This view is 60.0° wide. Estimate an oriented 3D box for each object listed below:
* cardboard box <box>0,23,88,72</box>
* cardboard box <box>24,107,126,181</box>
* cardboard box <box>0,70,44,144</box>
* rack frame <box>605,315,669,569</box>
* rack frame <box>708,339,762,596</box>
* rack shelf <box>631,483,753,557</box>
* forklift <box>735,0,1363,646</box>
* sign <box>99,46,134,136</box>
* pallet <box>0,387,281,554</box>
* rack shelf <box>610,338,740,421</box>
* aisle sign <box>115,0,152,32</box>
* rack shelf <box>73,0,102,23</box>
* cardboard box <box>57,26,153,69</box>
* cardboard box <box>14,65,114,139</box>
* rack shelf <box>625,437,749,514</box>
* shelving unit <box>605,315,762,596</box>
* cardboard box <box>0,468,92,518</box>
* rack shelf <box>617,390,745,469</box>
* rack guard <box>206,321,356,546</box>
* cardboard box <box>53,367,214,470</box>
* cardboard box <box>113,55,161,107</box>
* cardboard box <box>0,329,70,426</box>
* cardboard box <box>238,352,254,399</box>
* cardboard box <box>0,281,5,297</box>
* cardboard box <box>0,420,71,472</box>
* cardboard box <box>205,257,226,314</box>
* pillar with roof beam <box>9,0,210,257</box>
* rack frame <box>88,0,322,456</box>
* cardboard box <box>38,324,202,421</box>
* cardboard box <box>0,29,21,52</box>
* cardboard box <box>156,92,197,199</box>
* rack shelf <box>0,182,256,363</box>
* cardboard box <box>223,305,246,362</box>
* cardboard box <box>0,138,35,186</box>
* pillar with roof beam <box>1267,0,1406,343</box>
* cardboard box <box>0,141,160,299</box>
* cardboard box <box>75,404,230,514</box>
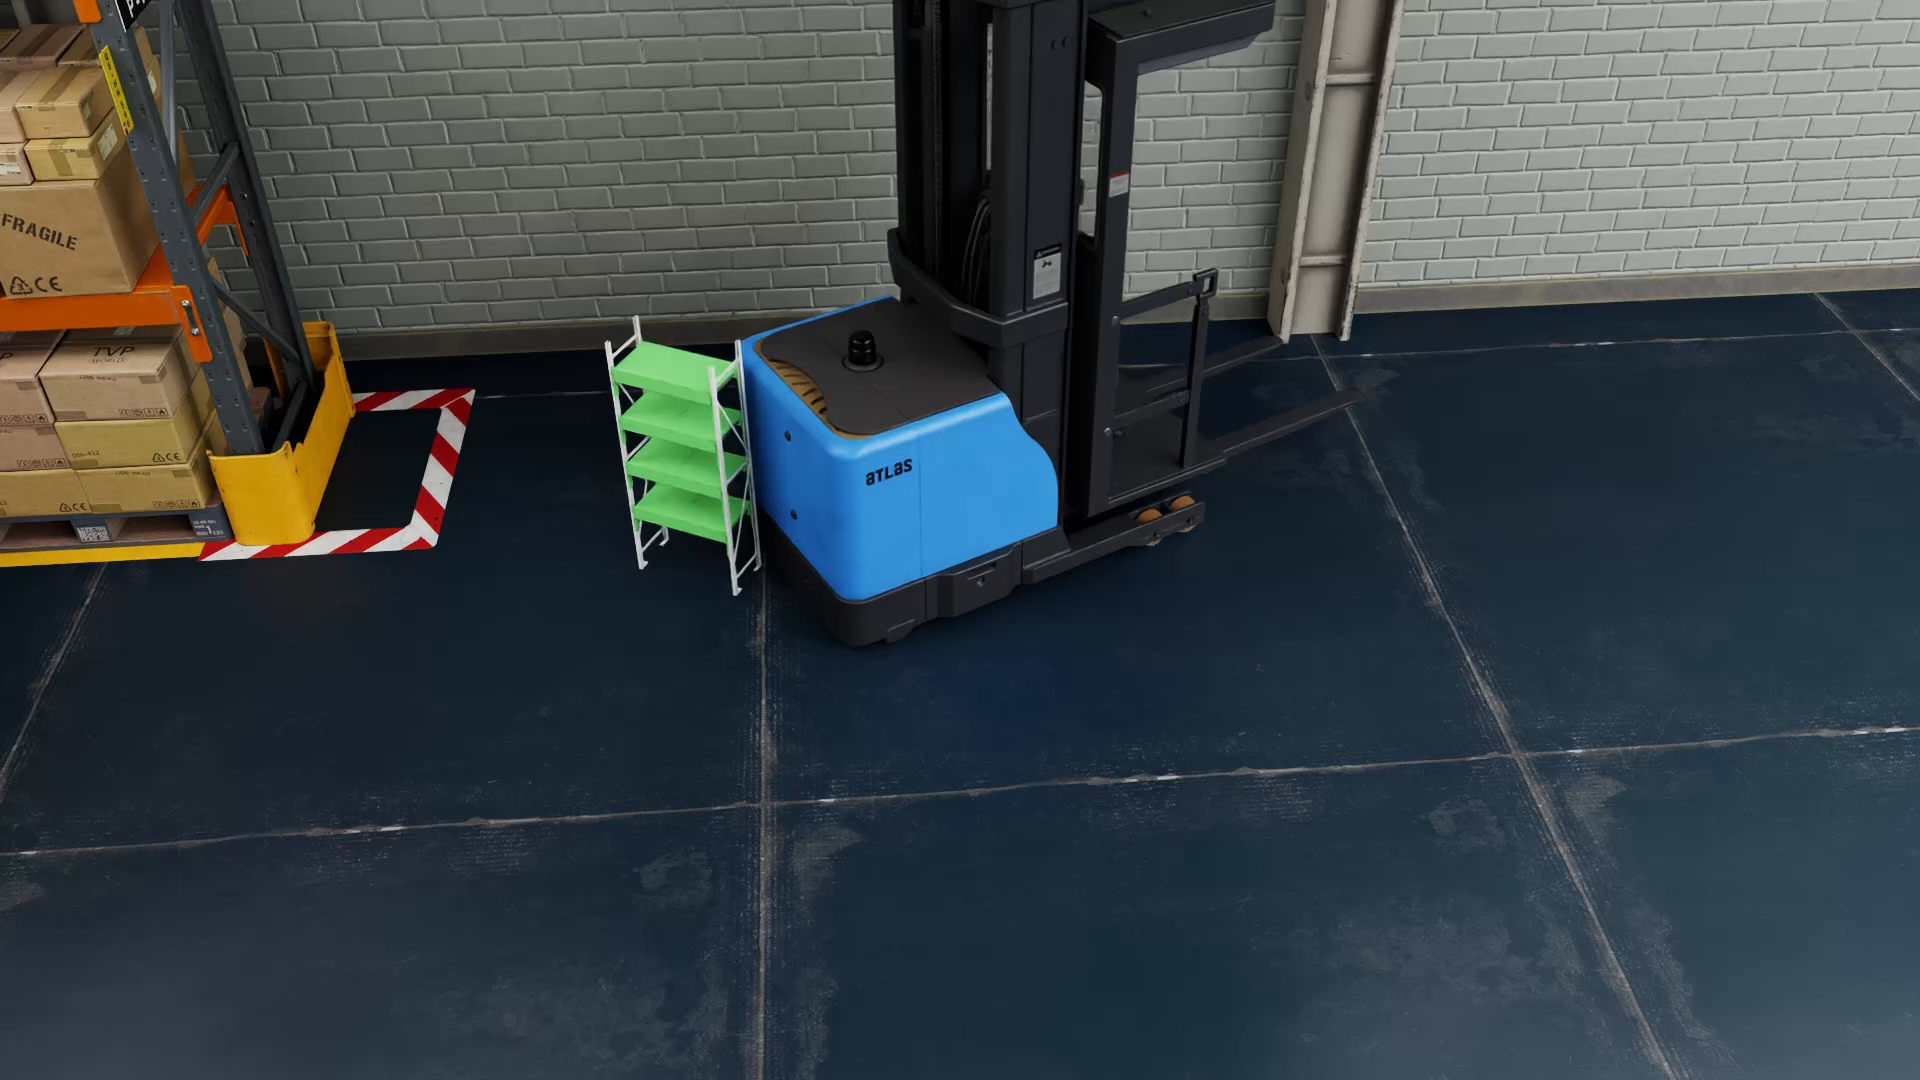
[{"bbox_3d":[-3.897,-2.062,7.097,0.250,0.149,0.380,-2,38,-2],"label":"cardboard box"},{"bbox_3d":[-3.594,-1.616,6.772,0.250,0.149,0.380,-3,38,-3],"label":"cardboard box"},{"bbox_3d":[-3.855,-1.742,6.692,0.250,0.149,0.380,-3,38,-4],"label":"cardboard box"},{"bbox_3d":[-1.409,-0.406,7.296,0.015,1.200,0.240,15,41,18],"label":"rack frame"},{"bbox_3d":[-0.960,-0.288,7.147,0.015,1.200,0.240,15,41,18],"label":"rack frame"},{"bbox_3d":[-1.184,-0.109,7.410,0.480,0.148,0.258,15,41,18],"label":"rack shelf"},{"bbox_3d":[0.548,-1.384,7.138,3.031,2.935,1.130,-21,43,-24],"label":"forklift"},{"bbox_3d":[-3.239,-1.726,6.390,0.005,0.325,0.100,-3,38,-4],"label":"sign"},{"bbox_3d":[-4.032,-0.351,8.025,1.213,0.211,1.003,-3,38,-4],"label":"pallet"},{"bbox_3d":[-1.184,-0.674,6.964,0.480,0.148,0.258,15,41,18],"label":"rack shelf"},{"bbox_3d":[-3.182,-2.357,6.217,0.004,0.787,0.394,-3,38,-4],"label":"aisle sign"},{"bbox_3d":[-5.266,-2.299,6.402,4.000,0.370,1.077,-3,38,-4],"label":"rack shelf"},{"bbox_3d":[-3.627,-2.038,7.067,0.250,0.149,0.380,-4,38,-5],"label":"cardboard box"},{"bbox_3d":[-3.612,-1.775,6.733,0.250,0.149,0.380,-3,38,-4],"label":"cardboard box"},{"bbox_3d":[-1.184,-0.297,7.261,0.480,0.148,0.258,15,41,18],"label":"rack shelf"},{"bbox_3d":[-1.184,-0.347,7.222,0.503,1.200,0.258,15,41,18],"label":"shelving unit"},{"bbox_3d":[-4.210,-0.357,7.662,0.500,0.250,0.500,-3,38,-4],"label":"cardboard box"},{"bbox_3d":[-1.184,-0.486,7.112,0.480,0.148,0.258,15,41,18],"label":"rack shelf"},{"bbox_3d":[-3.250,-0.534,8.023,0.348,0.500,1.175,-3,38,-4],"label":"rack guard"},{"bbox_3d":[-3.731,-0.576,7.535,0.500,0.250,0.500,-4,38,-5],"label":"cardboard box"},{"bbox_3d":[-3.634,-1.949,7.194,0.250,0.149,0.380,-4,38,-5],"label":"cardboard box"},{"bbox_3d":[-4.213,-0.742,7.343,0.500,0.250,0.500,-2,38,-3],"label":"cardboard box"},{"bbox_3d":[-3.780,-0.693,8.087,0.500,0.250,0.500,-3,38,-4],"label":"cardboard box"},{"bbox_3d":[-4.258,-1.341,6.948,0.500,0.500,0.500,-2,38,-3],"label":"cardboard box"},{"bbox_3d":[-4.231,-0.555,7.509,0.500,0.250,0.500,-3,38,-4],"label":"cardboard box"},{"bbox_3d":[-3.769,-1.082,7.773,0.500,0.250,0.500,-4,38,-5],"label":"cardboard box"},{"bbox_3d":[-3.666,-1.731,2.679,0.400,9.000,9.100,-3,38,-4],"label":"pillar with roof beam"},{"bbox_3d":[-3.274,-1.514,7.247,0.127,3.000,1.000,-3,38,-4],"label":"rack frame"},{"bbox_3d":[-3.705,-0.774,7.383,0.500,0.250,0.500,-2,38,-2],"label":"cardboard box"},{"bbox_3d":[-4.152,-2.021,7.045,0.250,0.149,0.380,-2,38,-3],"label":"cardboard box"},{"bbox_3d":[-3.792,-1.697,7.399,0.500,0.500,0.500,-2,38,-3],"label":"cardboard box"},{"bbox_3d":[-5.266,-1.122,7.331,4.000,0.370,1.077,-3,38,-4],"label":"rack shelf"},{"bbox_3d":[-3.760,-0.898,7.943,0.500,0.250,0.500,-2,38,-3],"label":"cardboard box"},{"bbox_3d":[-3.846,-1.583,6.731,0.250,0.149,0.380,-3,38,-3],"label":"cardboard box"},{"bbox_3d":[2.311,-2.060,3.096,0.400,9.000,9.100,-3,38,-4],"label":"pillar with roof beam"},{"bbox_3d":[-3.740,-1.364,6.976,0.500,0.500,0.500,-4,38,-5],"label":"cardboard box"},{"bbox_3d":[-3.714,-0.378,7.689,0.500,0.250,0.500,-3,38,-4],"label":"cardboard box"}]
